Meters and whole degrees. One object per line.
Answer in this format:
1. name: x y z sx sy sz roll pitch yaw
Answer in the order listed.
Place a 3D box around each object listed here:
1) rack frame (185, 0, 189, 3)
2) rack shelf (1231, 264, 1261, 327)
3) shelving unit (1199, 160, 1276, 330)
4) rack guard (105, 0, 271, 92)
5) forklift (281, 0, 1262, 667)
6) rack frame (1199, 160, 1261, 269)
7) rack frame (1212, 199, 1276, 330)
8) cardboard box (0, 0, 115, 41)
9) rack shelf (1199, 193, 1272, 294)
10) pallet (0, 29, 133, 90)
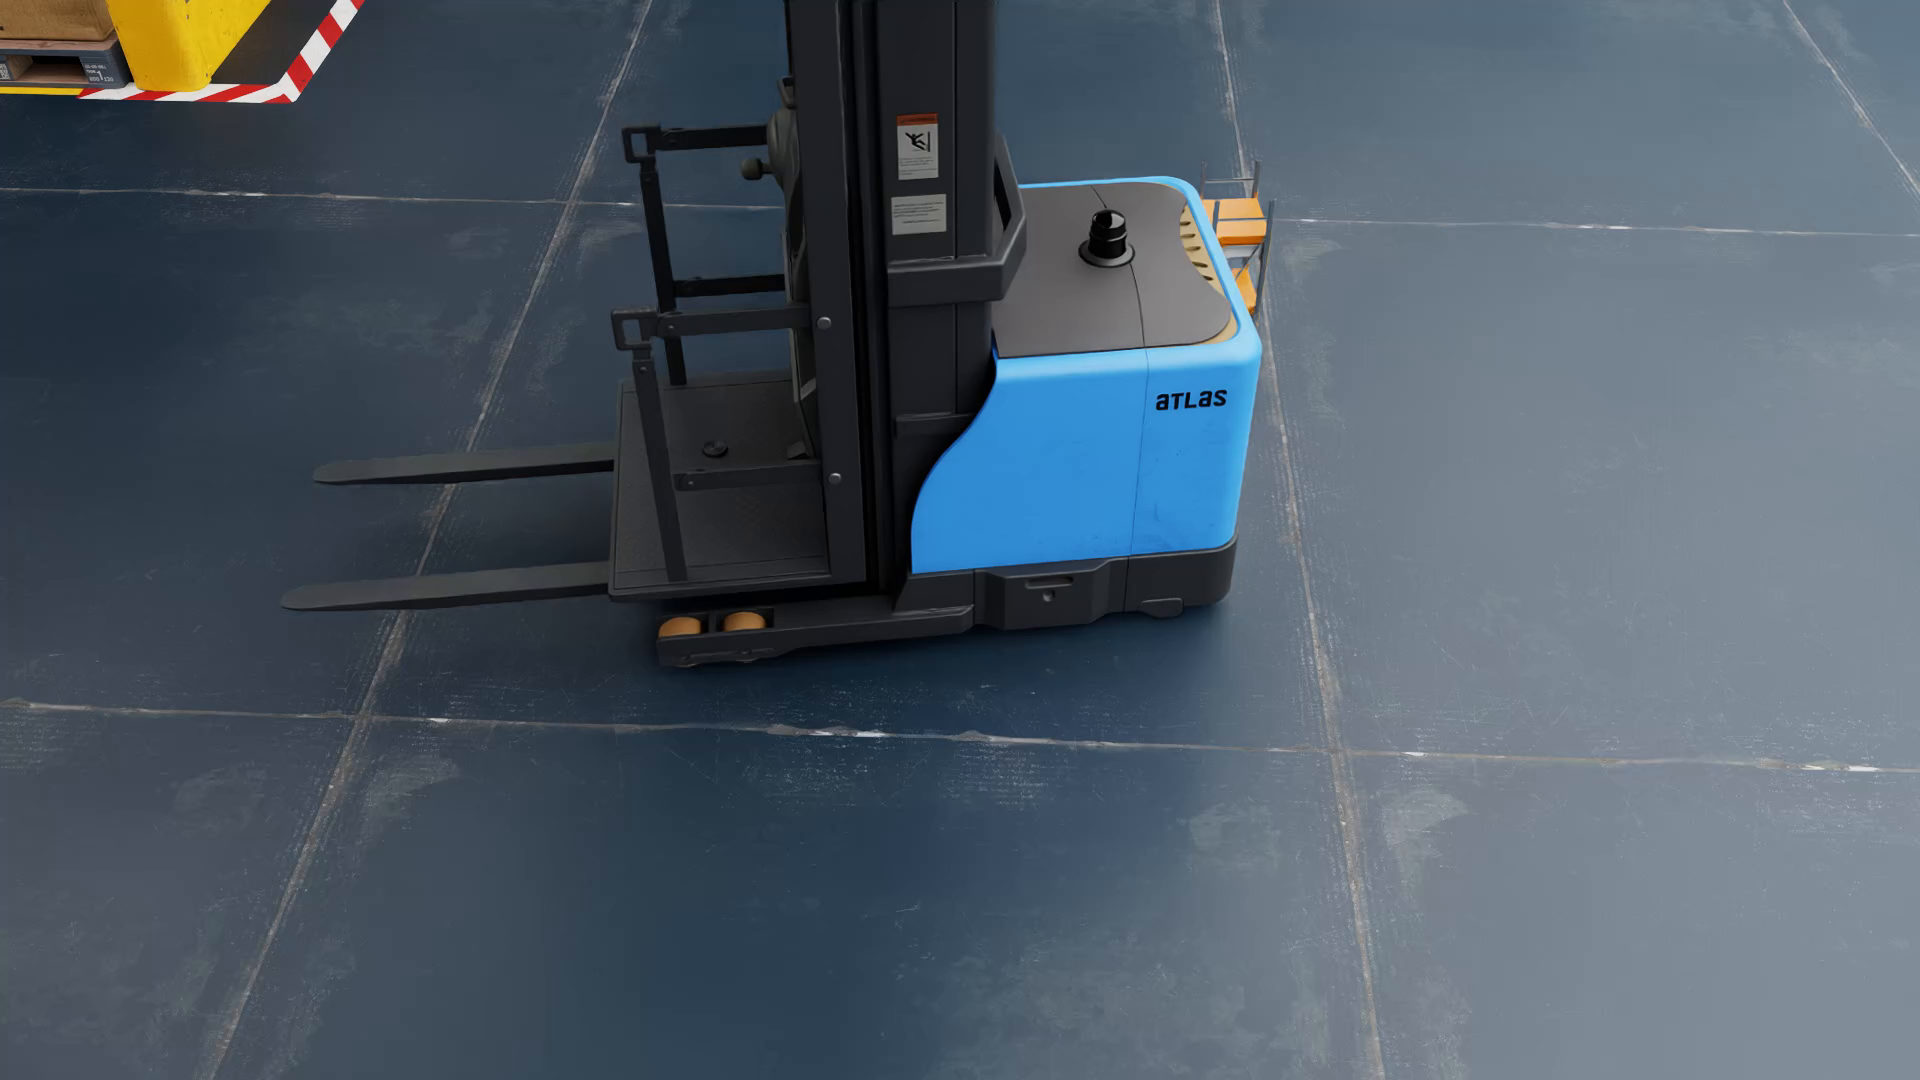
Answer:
1. rack frame: -3.858 -3.679 7.499 0.127 3.000 1.000 2 43 2
2. rack shelf: 0.918 -0.793 5.847 0.215 0.259 0.240 -2 43 -3
3. shelving unit: 0.918 -0.801 5.840 0.215 1.050 0.252 -2 43 -3
4. rack guard: -3.834 -2.764 8.350 0.348 0.500 1.175 2 43 2
5. forklift: -0.661 -1.049 4.726 3.031 2.935 1.130 -5 43 -5
6. rack frame: 0.911 -0.884 5.929 0.200 1.050 0.008 -2 43 -3
7. rack frame: 0.926 -0.718 5.751 0.200 1.050 0.008 -2 43 -3
8. cardboard box: -4.539 -3.031 8.054 0.875 0.875 0.875 2 43 2
9. rack shelf: 0.918 -1.001 5.654 0.215 0.259 0.240 -2 43 -3
10. pallet: -4.661 -2.630 8.418 1.213 0.211 1.003 2 43 2
